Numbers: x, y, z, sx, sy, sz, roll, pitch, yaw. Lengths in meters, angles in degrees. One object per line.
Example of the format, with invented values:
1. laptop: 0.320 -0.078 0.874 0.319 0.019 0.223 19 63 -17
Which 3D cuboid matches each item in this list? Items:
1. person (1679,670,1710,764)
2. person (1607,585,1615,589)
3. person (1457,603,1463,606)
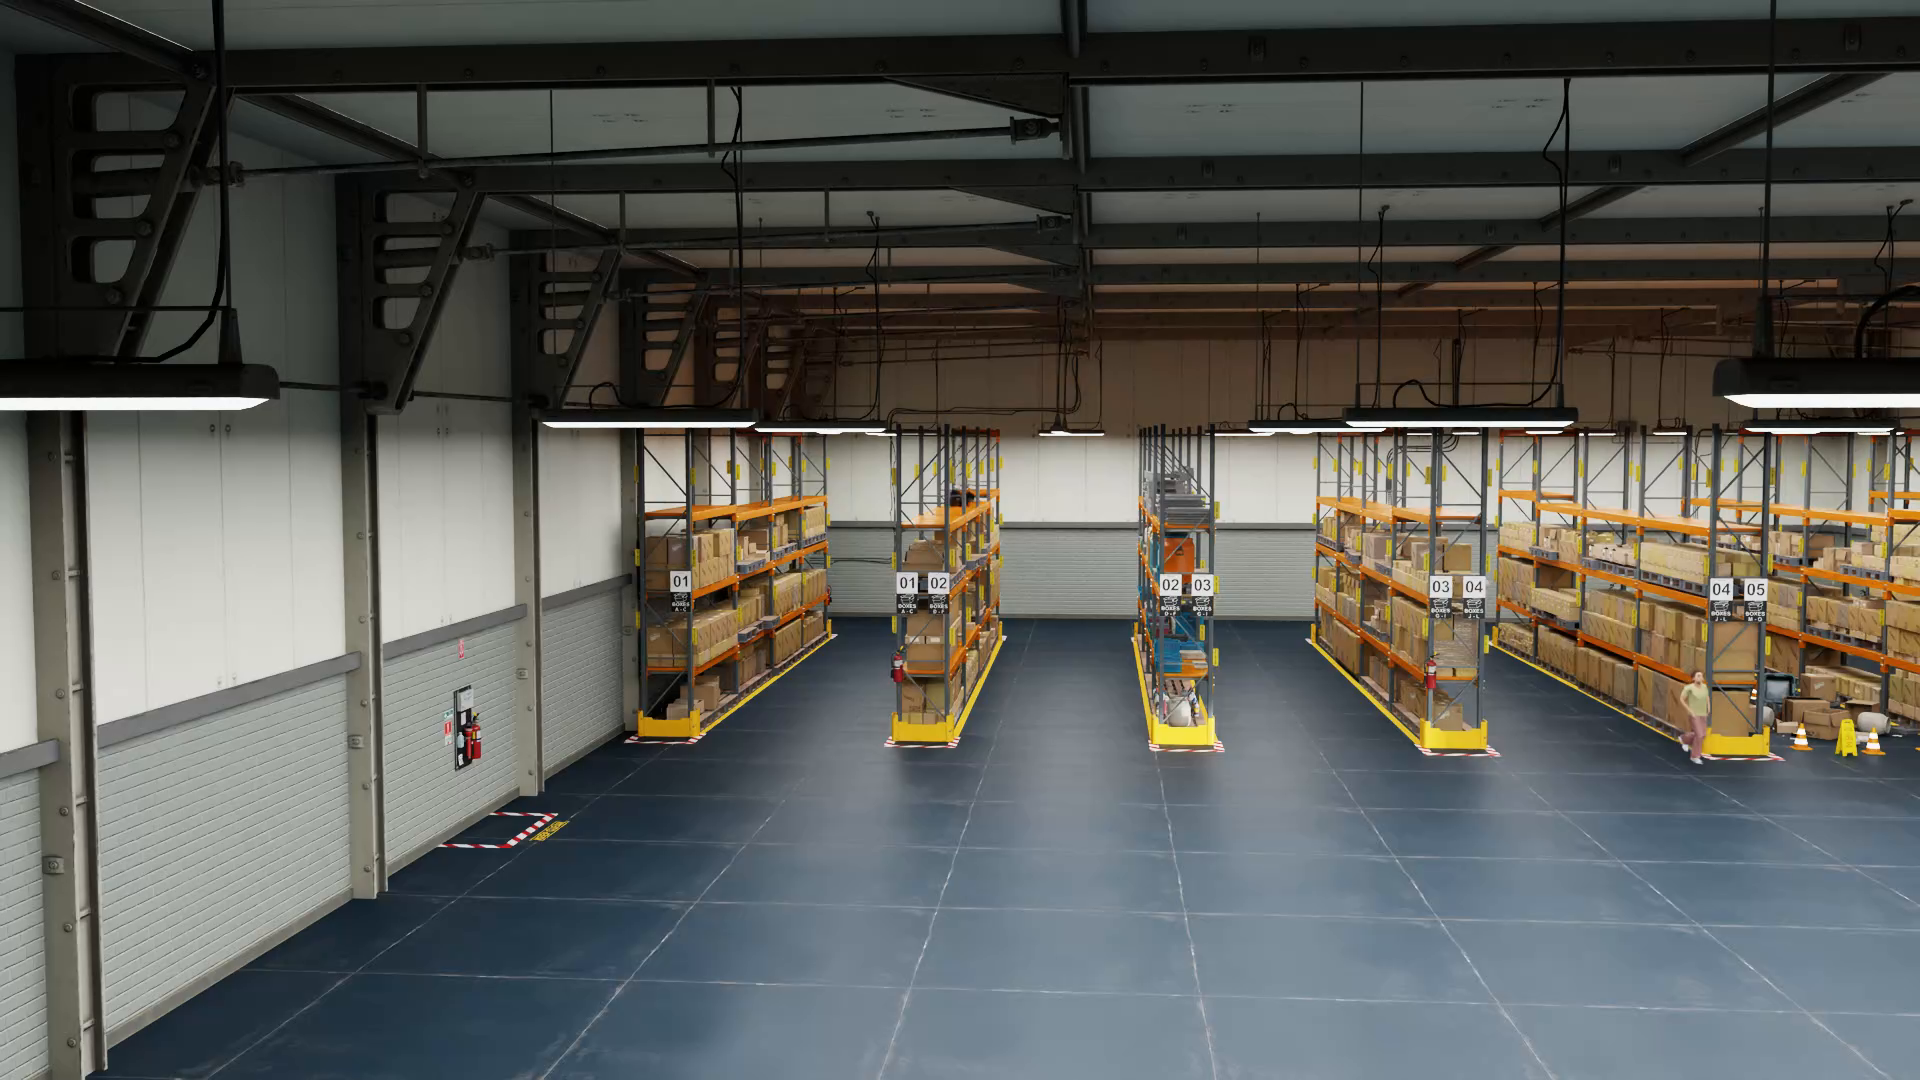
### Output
1. person: 13.018 3.116 29.547 0.580 1.670 0.642 -1 4 -13
2. person: 18.816 2.098 47.218 1.001 1.616 0.645 0 3 4
3. person: 13.581 2.109 45.709 0.773 1.681 0.528 2 4 26
